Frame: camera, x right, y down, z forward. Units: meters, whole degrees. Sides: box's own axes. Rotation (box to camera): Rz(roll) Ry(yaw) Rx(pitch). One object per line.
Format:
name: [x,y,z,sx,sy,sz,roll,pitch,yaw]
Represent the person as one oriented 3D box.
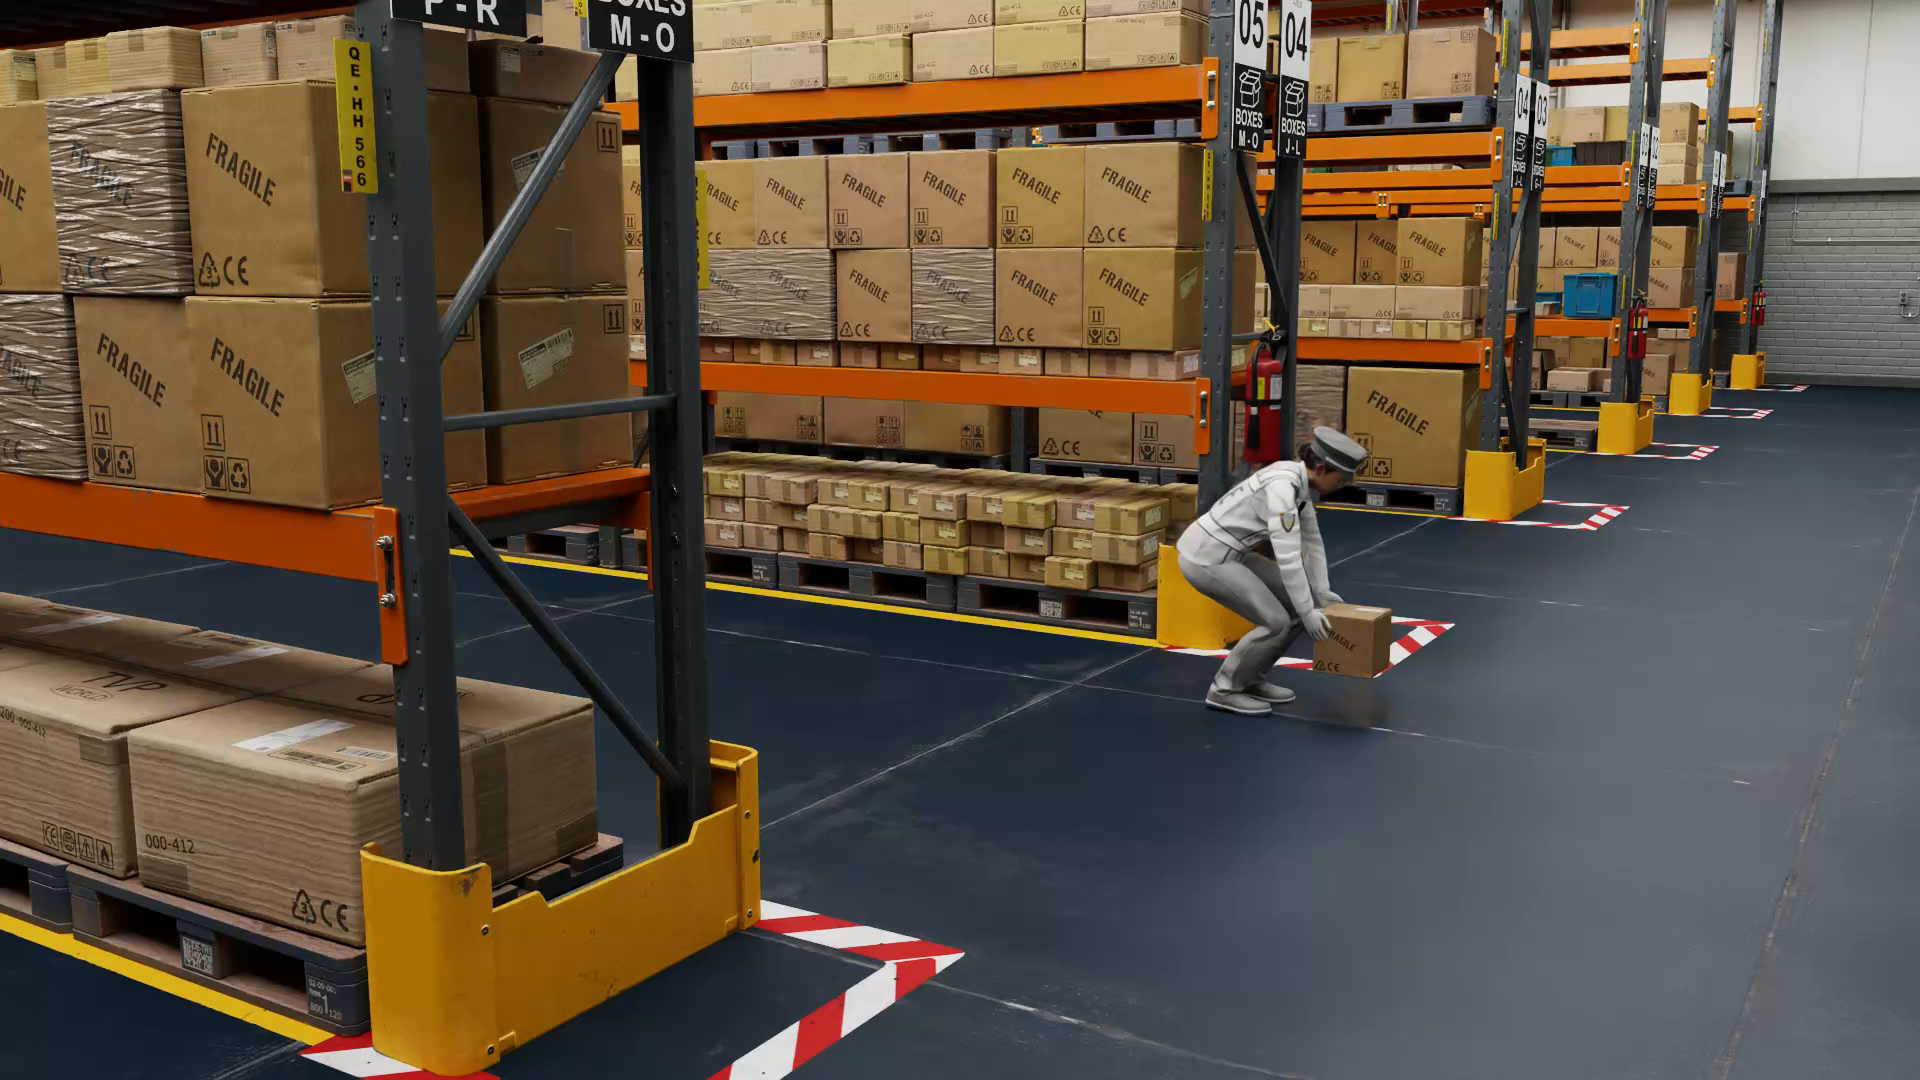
person: [1.324,0.116,7.072,0.780,1.213,0.527,5,11,25]
